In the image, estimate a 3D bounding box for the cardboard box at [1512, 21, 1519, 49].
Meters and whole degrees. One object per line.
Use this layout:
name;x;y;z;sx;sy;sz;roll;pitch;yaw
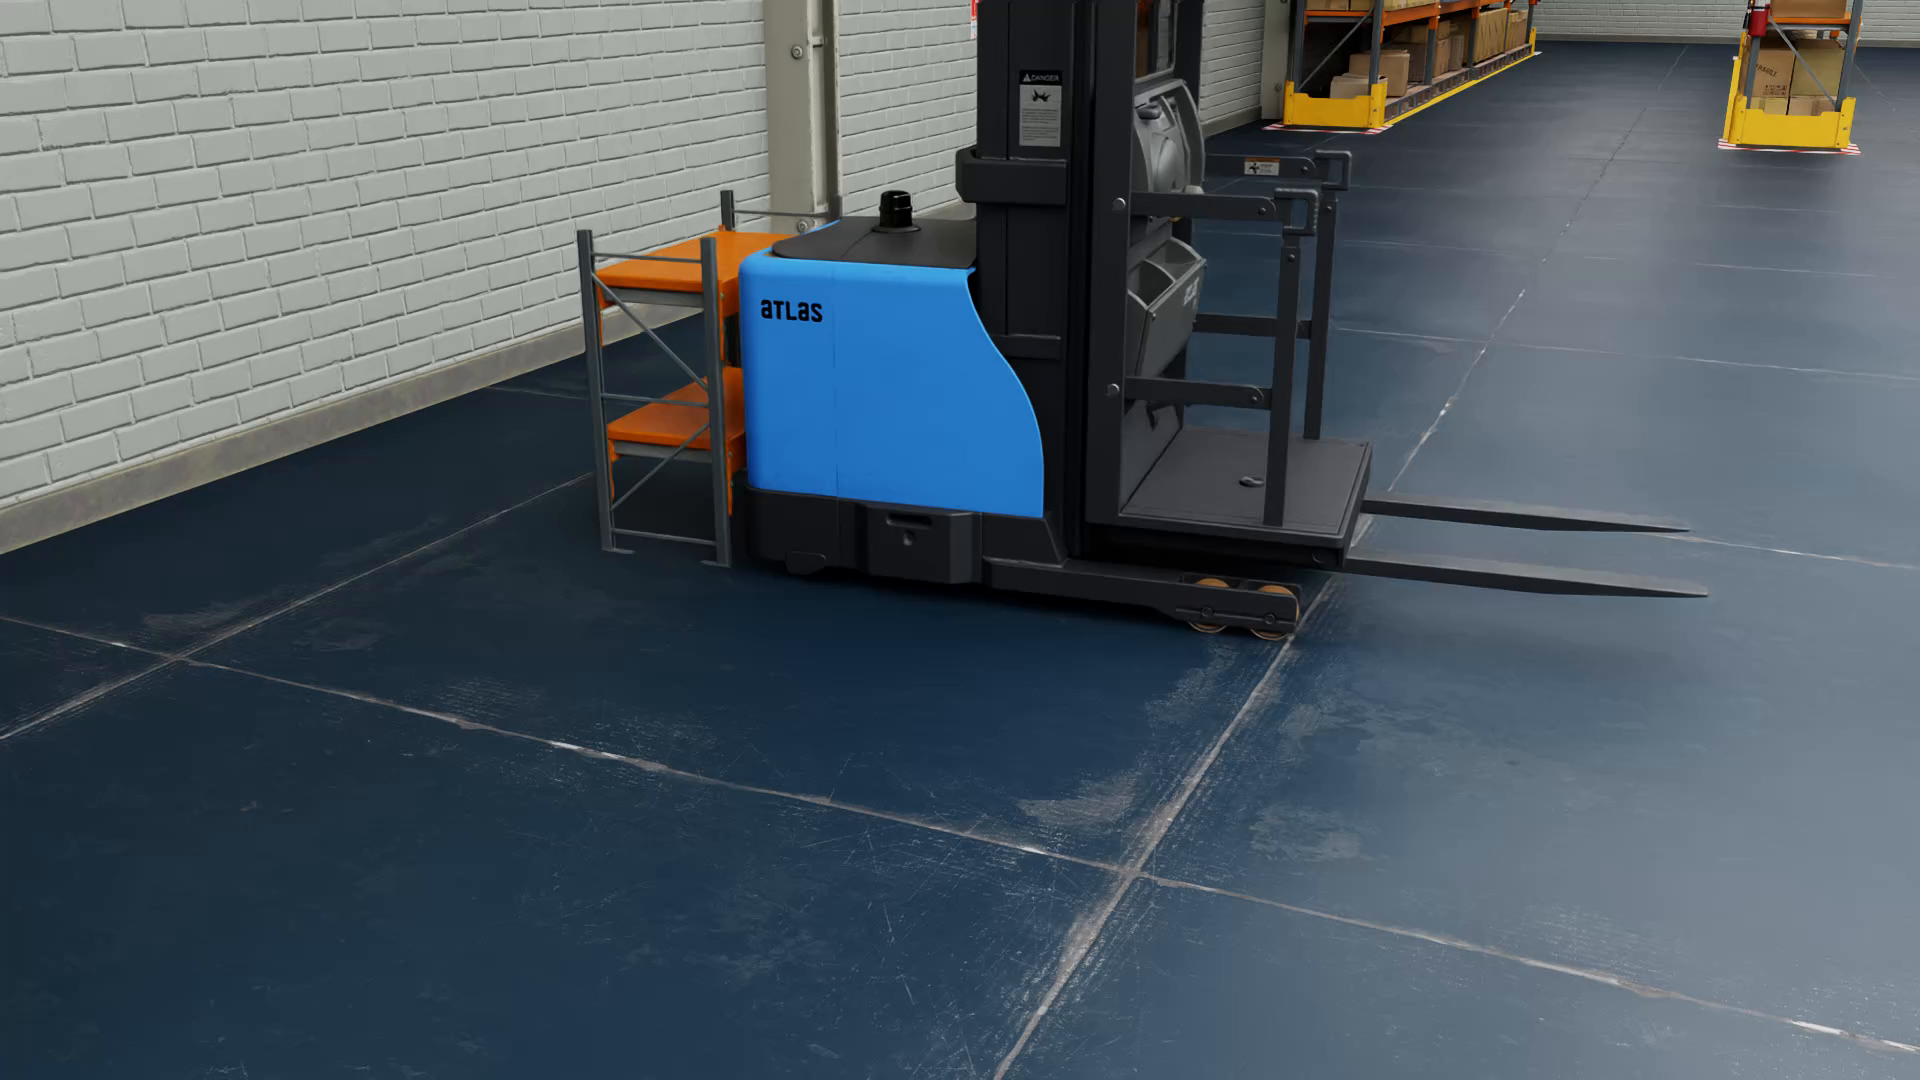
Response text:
cardboard box;10.191;-9.605;31.604;0.700;0.500;0.500;9;22;24

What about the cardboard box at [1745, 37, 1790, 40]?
cardboard box;9.942;-5.940;20.551;0.500;0.500;0.500;9;21;23

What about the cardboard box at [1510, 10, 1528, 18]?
cardboard box;10.927;-10.317;32.639;0.380;0.149;0.250;8;21;22

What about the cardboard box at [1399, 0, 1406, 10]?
cardboard box;5.146;-6.597;20.237;0.500;0.250;0.500;8;21;21

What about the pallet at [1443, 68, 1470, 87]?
pallet;7.411;-7.285;26.140;1.003;0.211;1.213;9;21;23

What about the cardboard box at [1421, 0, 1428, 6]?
cardboard box;5.774;-7.061;21.539;0.500;0.250;0.500;8;21;22

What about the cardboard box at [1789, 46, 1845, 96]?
cardboard box;9.603;-5.256;18.629;0.500;0.500;0.500;9;21;23

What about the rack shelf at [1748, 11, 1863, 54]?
rack shelf;9.796;-5.986;19.398;1.077;0.370;4.000;9;21;23

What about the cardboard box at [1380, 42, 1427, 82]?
cardboard box;6.381;-6.872;23.889;0.700;0.500;0.500;9;22;25

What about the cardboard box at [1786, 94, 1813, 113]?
cardboard box;9.601;-4.903;18.755;0.500;0.250;0.500;9;21;23

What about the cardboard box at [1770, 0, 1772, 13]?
cardboard box;9.812;-6.376;19.270;0.700;0.500;0.500;9;22;24

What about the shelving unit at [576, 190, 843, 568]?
shelving unit;-0.853;-0.627;6.054;0.538;1.125;1.048;7;21;19

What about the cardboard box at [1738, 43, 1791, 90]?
cardboard box;9.322;-5.482;19.265;0.500;0.500;0.500;9;21;23

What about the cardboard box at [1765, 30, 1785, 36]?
cardboard box;12.441;-7.878;25.599;0.500;0.250;0.500;9;22;25

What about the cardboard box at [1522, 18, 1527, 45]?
cardboard box;10.813;-10.076;32.928;0.700;0.500;0.500;9;21;23

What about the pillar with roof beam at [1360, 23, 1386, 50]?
pillar with roof beam;10.339;-10.795;22.894;9.100;9.000;0.400;9;21;23

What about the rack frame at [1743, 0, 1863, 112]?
rack frame;8.977;-5.714;17.559;1.000;3.000;0.127;9;21;23

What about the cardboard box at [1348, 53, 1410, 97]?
cardboard box;5.401;-6.013;21.473;0.700;0.500;0.500;7;21;19

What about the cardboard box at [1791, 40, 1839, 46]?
cardboard box;10.208;-5.716;19.922;0.500;0.500;0.500;9;21;23

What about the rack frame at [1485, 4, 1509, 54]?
rack frame;9.370;-10.061;29.782;1.000;3.000;0.127;9;21;23

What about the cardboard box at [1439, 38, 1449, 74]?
cardboard box;6.991;-7.343;25.214;0.700;0.500;0.500;8;21;22

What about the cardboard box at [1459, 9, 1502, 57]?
cardboard box;8.862;-8.757;28.697;0.750;0.750;0.750;9;22;24

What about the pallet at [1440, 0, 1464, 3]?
pallet;6.540;-7.738;23.538;1.003;0.211;1.213;9;21;23

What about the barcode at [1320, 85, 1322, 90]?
barcode;4.464;-5.597;20.572;0.001;0.075;0.075;9;21;23

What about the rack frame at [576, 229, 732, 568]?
rack frame;-1.024;-0.467;5.604;0.500;1.125;0.032;7;21;19

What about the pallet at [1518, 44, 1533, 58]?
pallet;10.752;-9.714;32.970;1.003;0.211;1.213;9;21;23

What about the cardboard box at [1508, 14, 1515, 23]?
cardboard box;10.077;-9.681;30.849;0.380;0.149;0.250;9;22;25

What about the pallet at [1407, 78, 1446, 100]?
pallet;6.412;-6.540;24.042;1.003;0.211;1.213;9;21;23

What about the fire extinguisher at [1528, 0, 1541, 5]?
fire extinguisher;11.491;-11.054;33.247;0.296;0.674;0.183;9;21;23

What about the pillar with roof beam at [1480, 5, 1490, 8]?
pillar with roof beam;15.252;-14.463;33.208;9.100;9.000;0.400;9;21;23

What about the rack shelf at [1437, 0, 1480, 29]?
rack shelf;6.914;-7.888;24.745;1.077;0.370;4.000;9;21;23

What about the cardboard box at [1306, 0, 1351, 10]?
cardboard box;4.471;-6.501;19.965;0.500;0.250;0.500;9;21;23

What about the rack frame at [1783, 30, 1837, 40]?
rack frame;10.615;-6.937;20.997;1.000;3.000;0.127;9;21;23

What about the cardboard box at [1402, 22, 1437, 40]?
cardboard box;6.768;-7.520;24.592;0.500;0.250;0.500;8;21;21

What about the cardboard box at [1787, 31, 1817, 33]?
cardboard box;13.741;-8.072;27.262;0.500;0.500;0.500;9;21;23

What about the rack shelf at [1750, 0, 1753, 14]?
rack shelf;13.072;-8.432;26.275;1.077;0.370;4.000;9;21;23

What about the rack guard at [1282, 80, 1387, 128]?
rack guard;4.488;-5.238;19.951;1.175;0.500;0.348;9;21;23

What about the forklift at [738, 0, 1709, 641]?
forklift;0.846;-1.272;5.171;3.031;2.935;1.130;6;20;17

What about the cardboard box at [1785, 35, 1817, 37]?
cardboard box;13.120;-7.602;25.943;0.500;0.500;0.500;8;21;22

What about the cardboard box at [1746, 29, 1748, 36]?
cardboard box;13.866;-8.625;28.818;0.500;0.500;0.500;9;21;23
